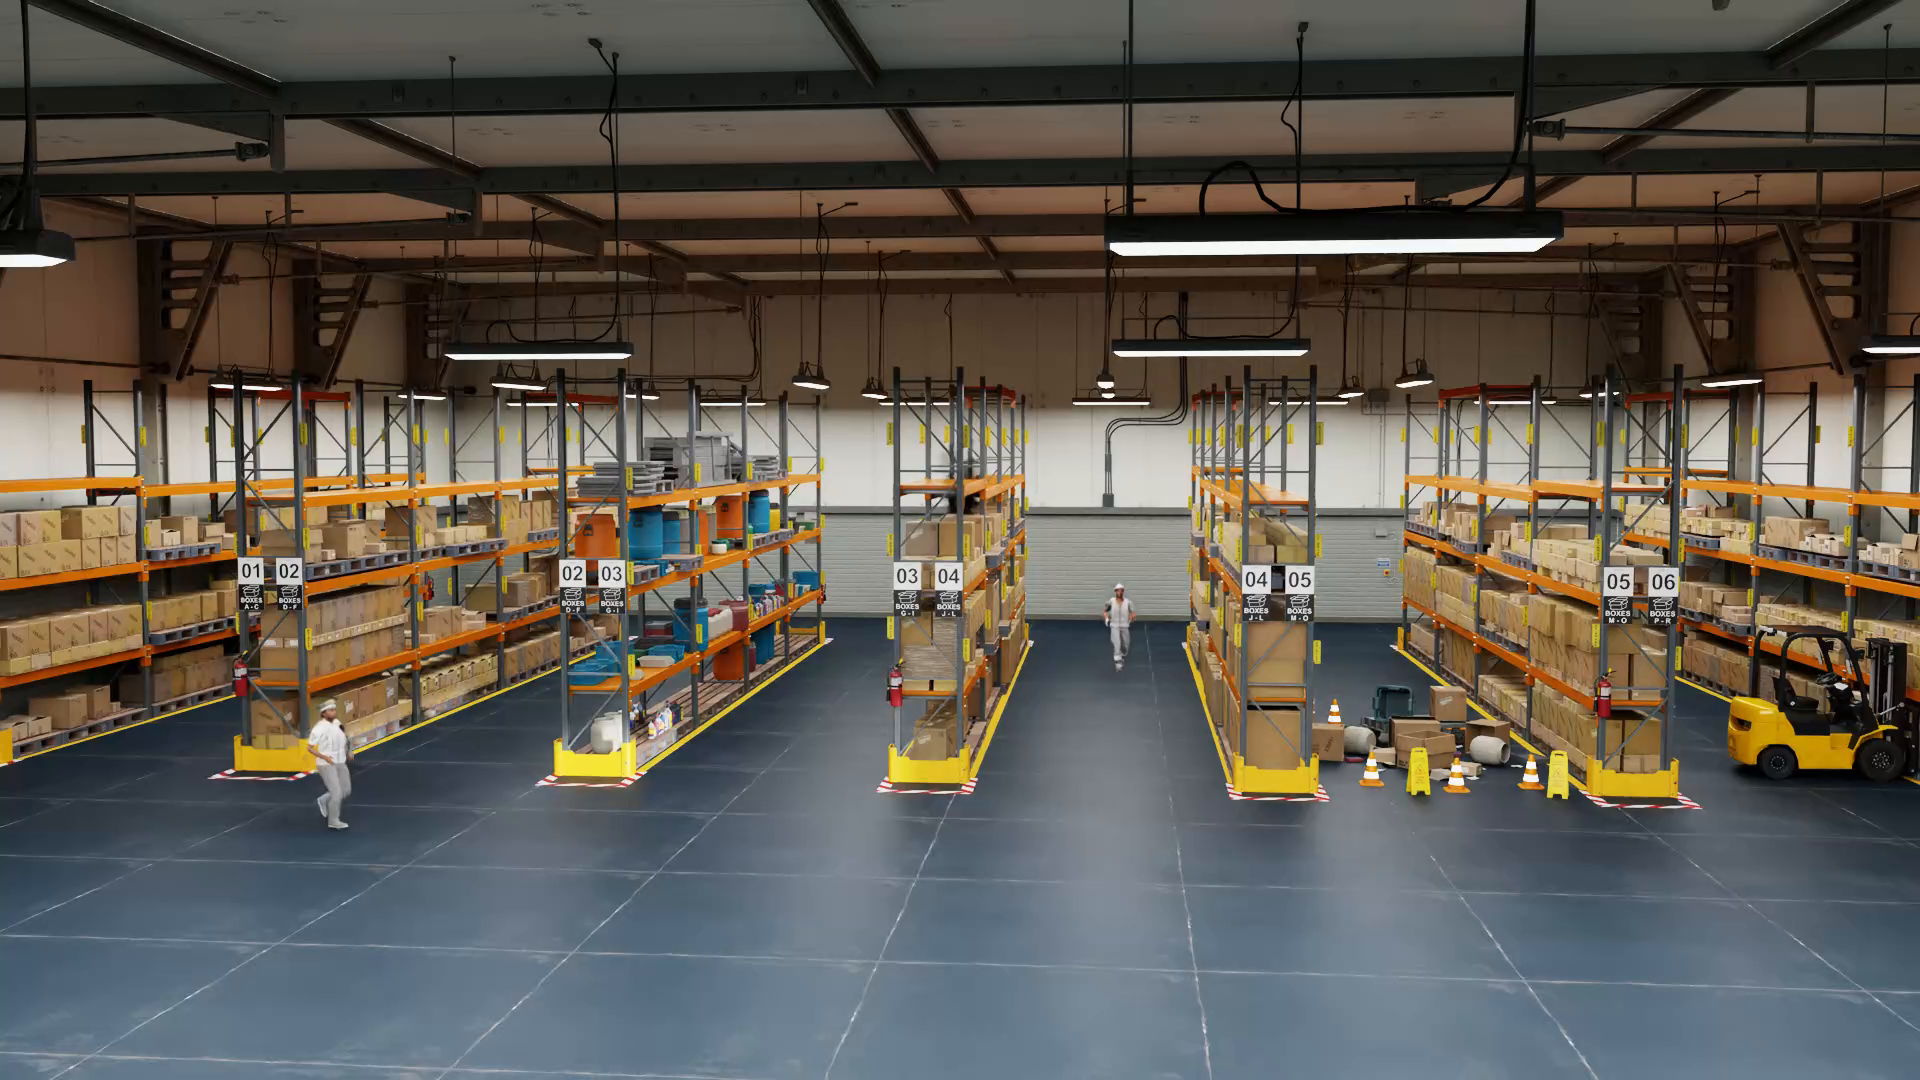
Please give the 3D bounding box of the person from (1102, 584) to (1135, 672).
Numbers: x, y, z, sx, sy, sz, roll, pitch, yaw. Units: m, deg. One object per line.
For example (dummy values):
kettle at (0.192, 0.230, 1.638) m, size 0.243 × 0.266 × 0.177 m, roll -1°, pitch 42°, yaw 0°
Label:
person at (3.201, 1.765, 33.430) m, size 0.663 × 1.748 × 0.714 m, roll 0°, pitch 4°, yaw -2°

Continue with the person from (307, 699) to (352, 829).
person at (-8.087, 2.852, 21.278) m, size 0.590 × 1.651 × 0.563 m, roll 2°, pitch 4°, yaw 26°
